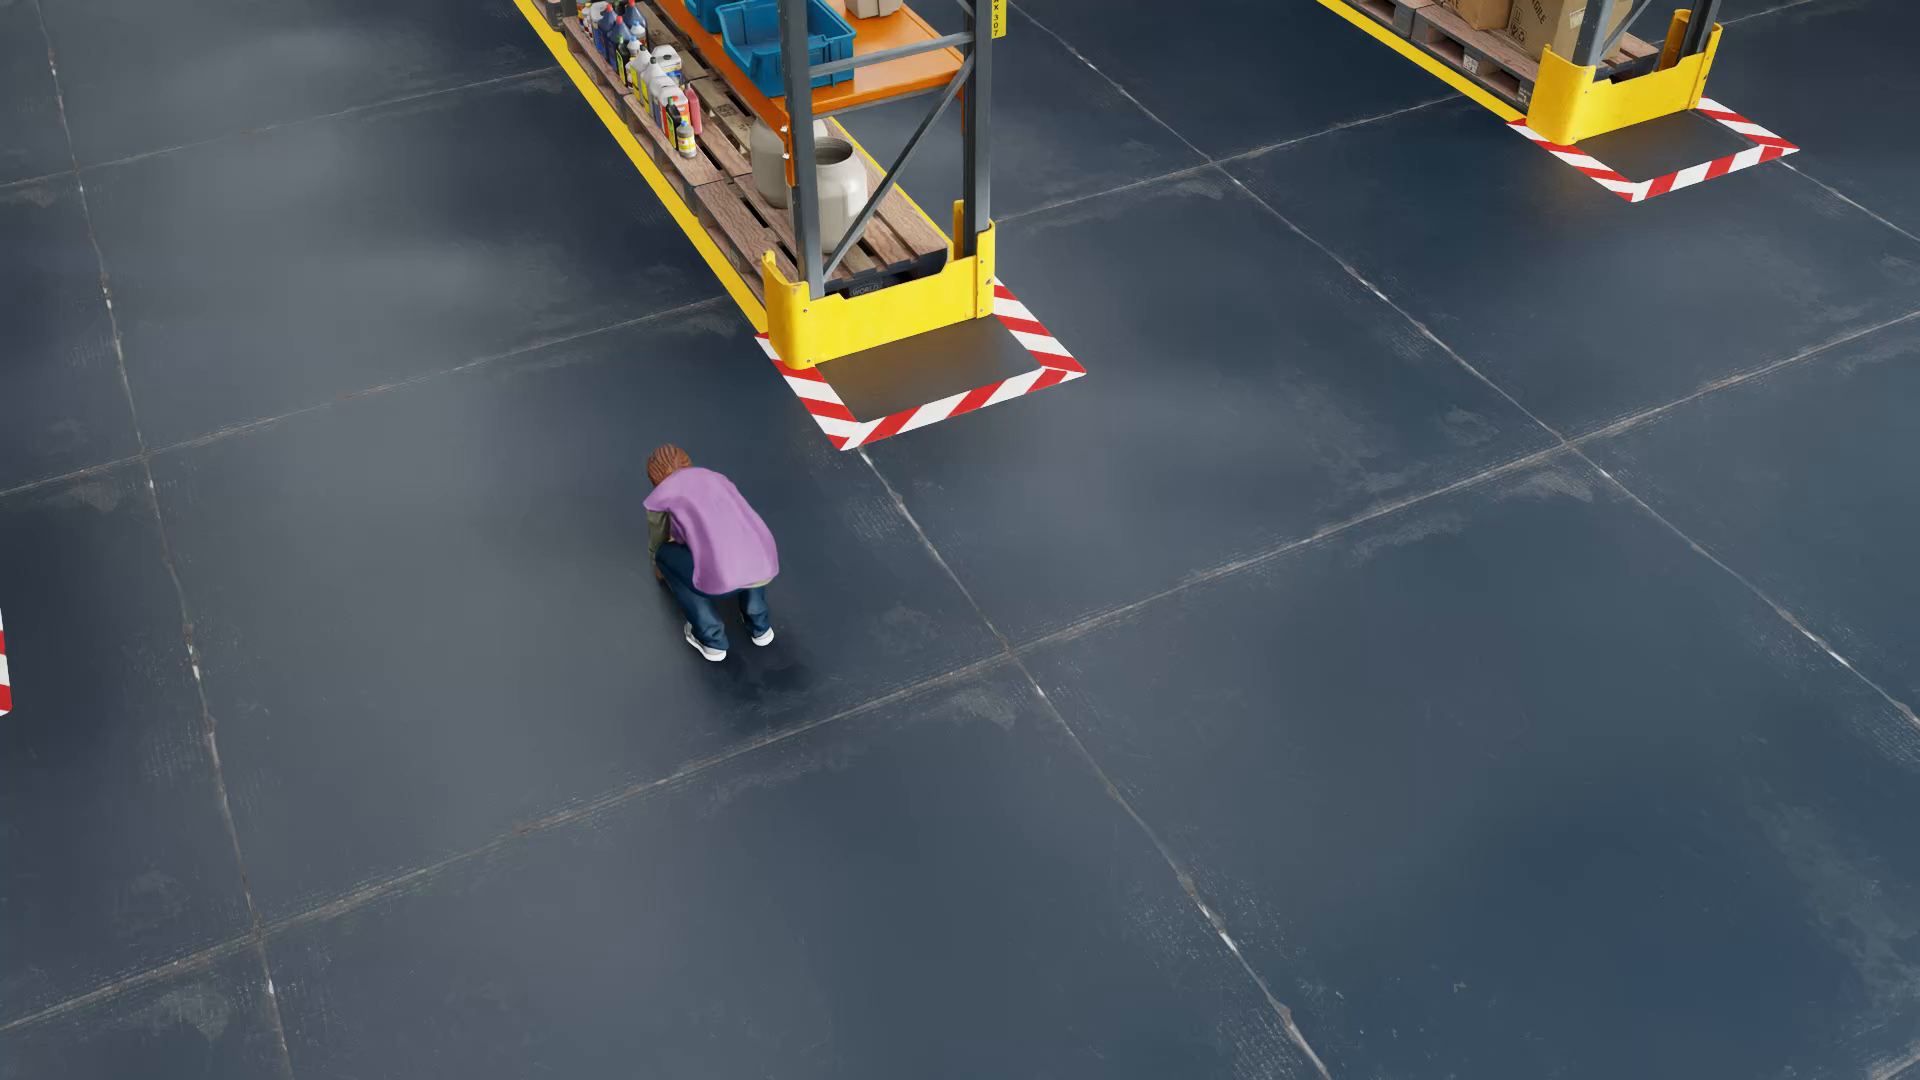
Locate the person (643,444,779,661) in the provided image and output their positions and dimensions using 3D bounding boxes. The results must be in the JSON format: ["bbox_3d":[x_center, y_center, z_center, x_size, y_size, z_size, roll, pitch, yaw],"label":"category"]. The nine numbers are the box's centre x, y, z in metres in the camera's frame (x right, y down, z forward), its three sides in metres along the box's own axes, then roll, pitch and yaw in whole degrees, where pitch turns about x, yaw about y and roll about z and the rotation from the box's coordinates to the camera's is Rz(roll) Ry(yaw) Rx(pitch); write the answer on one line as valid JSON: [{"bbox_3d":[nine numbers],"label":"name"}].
[{"bbox_3d":[-1.024,0.058,6.784,0.421,0.737,0.873,-20,46,-21],"label":"person"}]
